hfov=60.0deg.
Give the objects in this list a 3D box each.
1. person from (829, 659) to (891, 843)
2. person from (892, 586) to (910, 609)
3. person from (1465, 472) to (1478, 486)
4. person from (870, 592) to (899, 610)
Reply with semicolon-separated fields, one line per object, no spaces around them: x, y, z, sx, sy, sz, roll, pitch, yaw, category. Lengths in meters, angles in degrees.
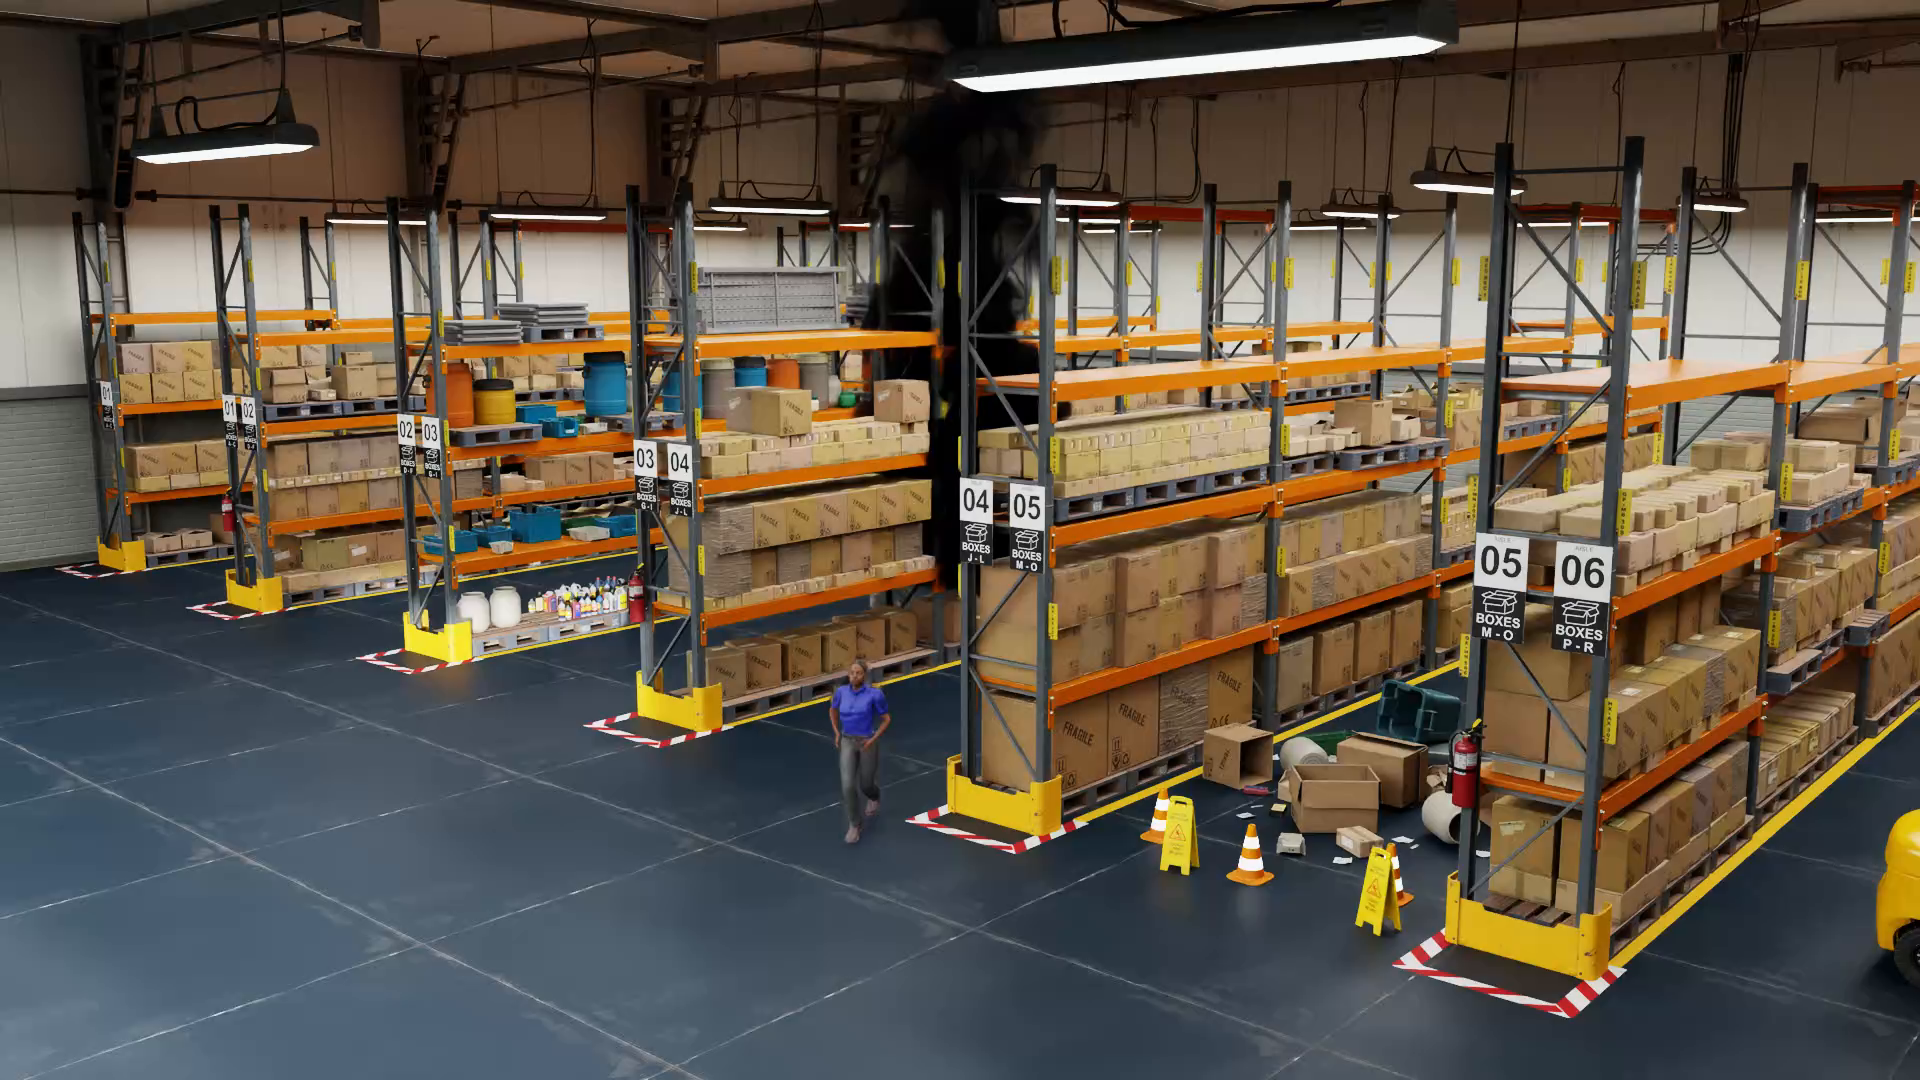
-0.912;1.875;15.194;0.597;1.647;0.728;2;10;9;person
-0.868;0.291;24.528;0.630;1.663;0.537;7;12;35;person
8.368;-0.213;27.251;0.682;1.832;0.842;8;13;41;person
-1.148;0.385;23.483;0.703;1.747;0.987;8;12;39;person
